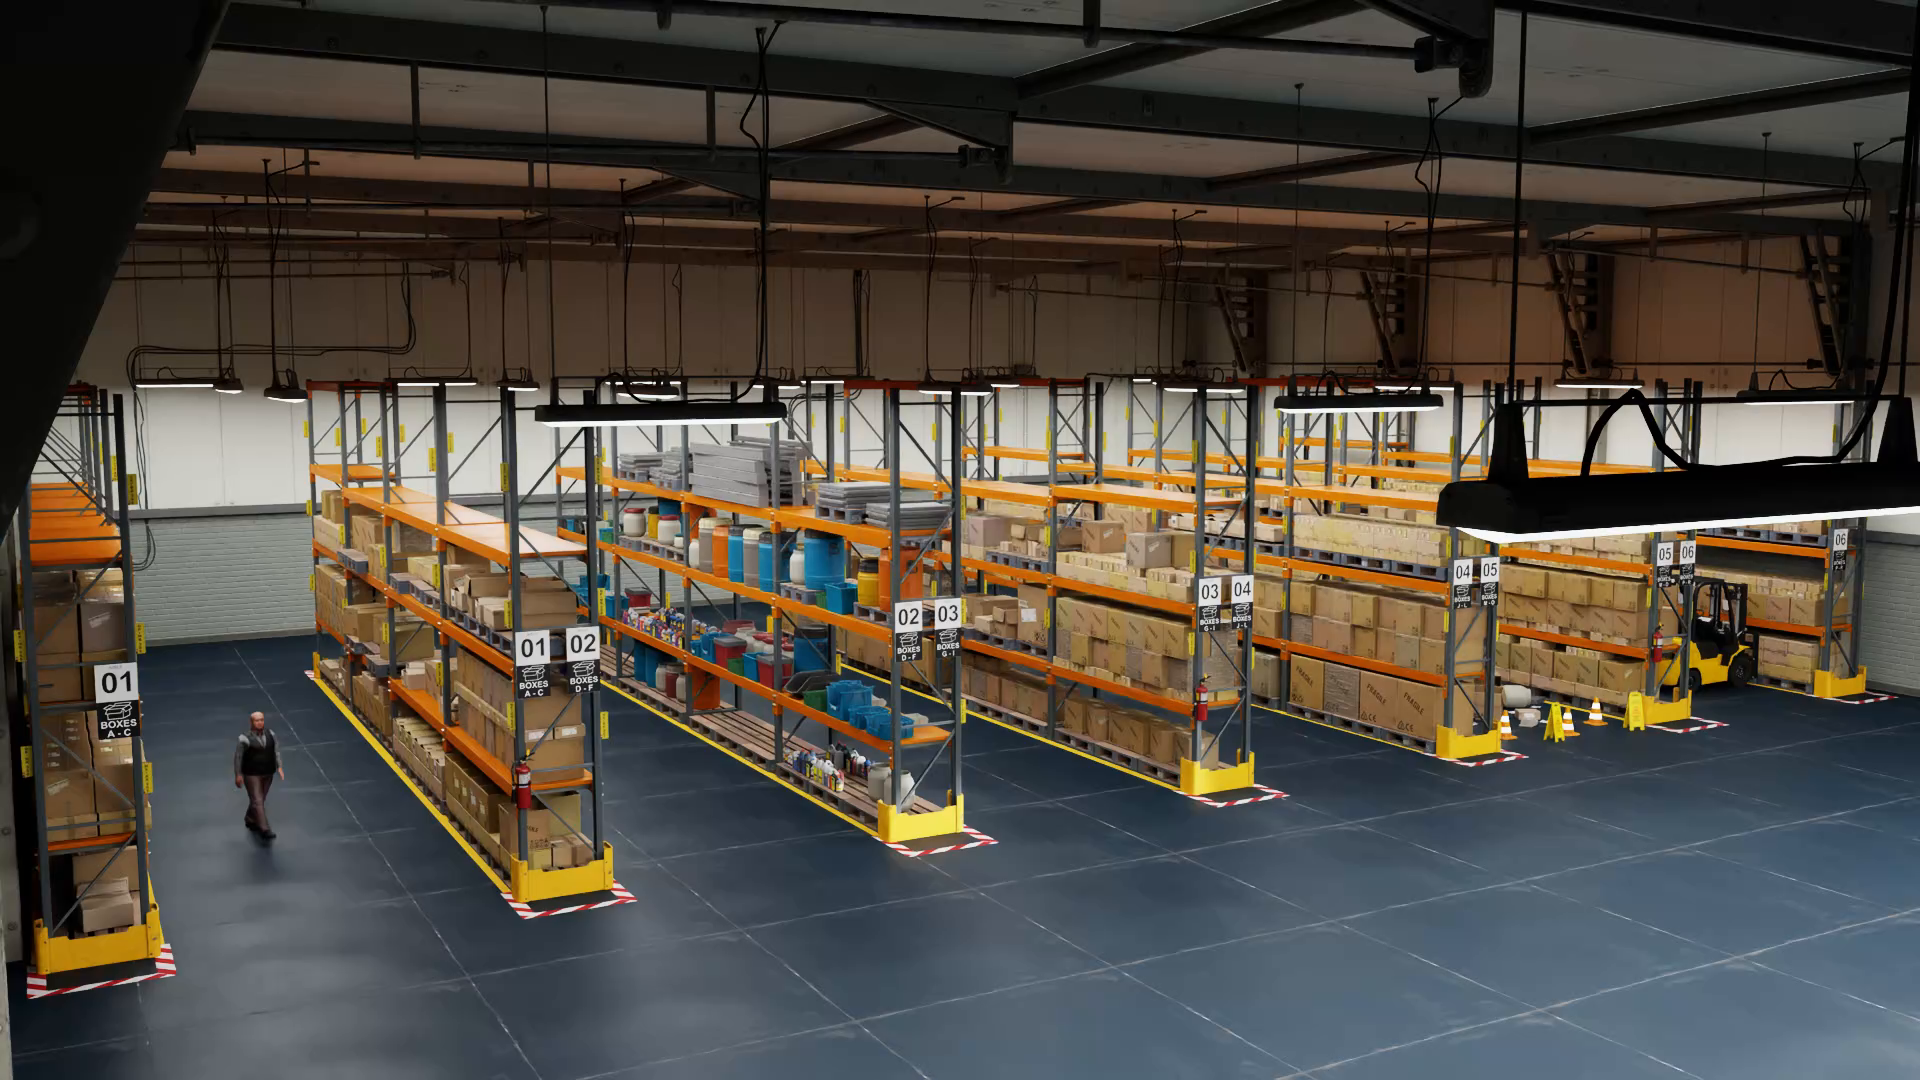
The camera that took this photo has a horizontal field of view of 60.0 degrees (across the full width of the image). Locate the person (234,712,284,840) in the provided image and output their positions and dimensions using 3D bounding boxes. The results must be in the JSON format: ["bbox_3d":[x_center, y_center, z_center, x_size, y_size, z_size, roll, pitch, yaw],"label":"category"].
[{"bbox_3d":[-9.302,3.120,22.170,1.054,1.663,0.570,4,7,32],"label":"person"}]

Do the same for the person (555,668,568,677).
[{"bbox_3d":[-6.873,2.388,29.445,0.519,1.630,0.887,-3,7,-26],"label":"person"}]
